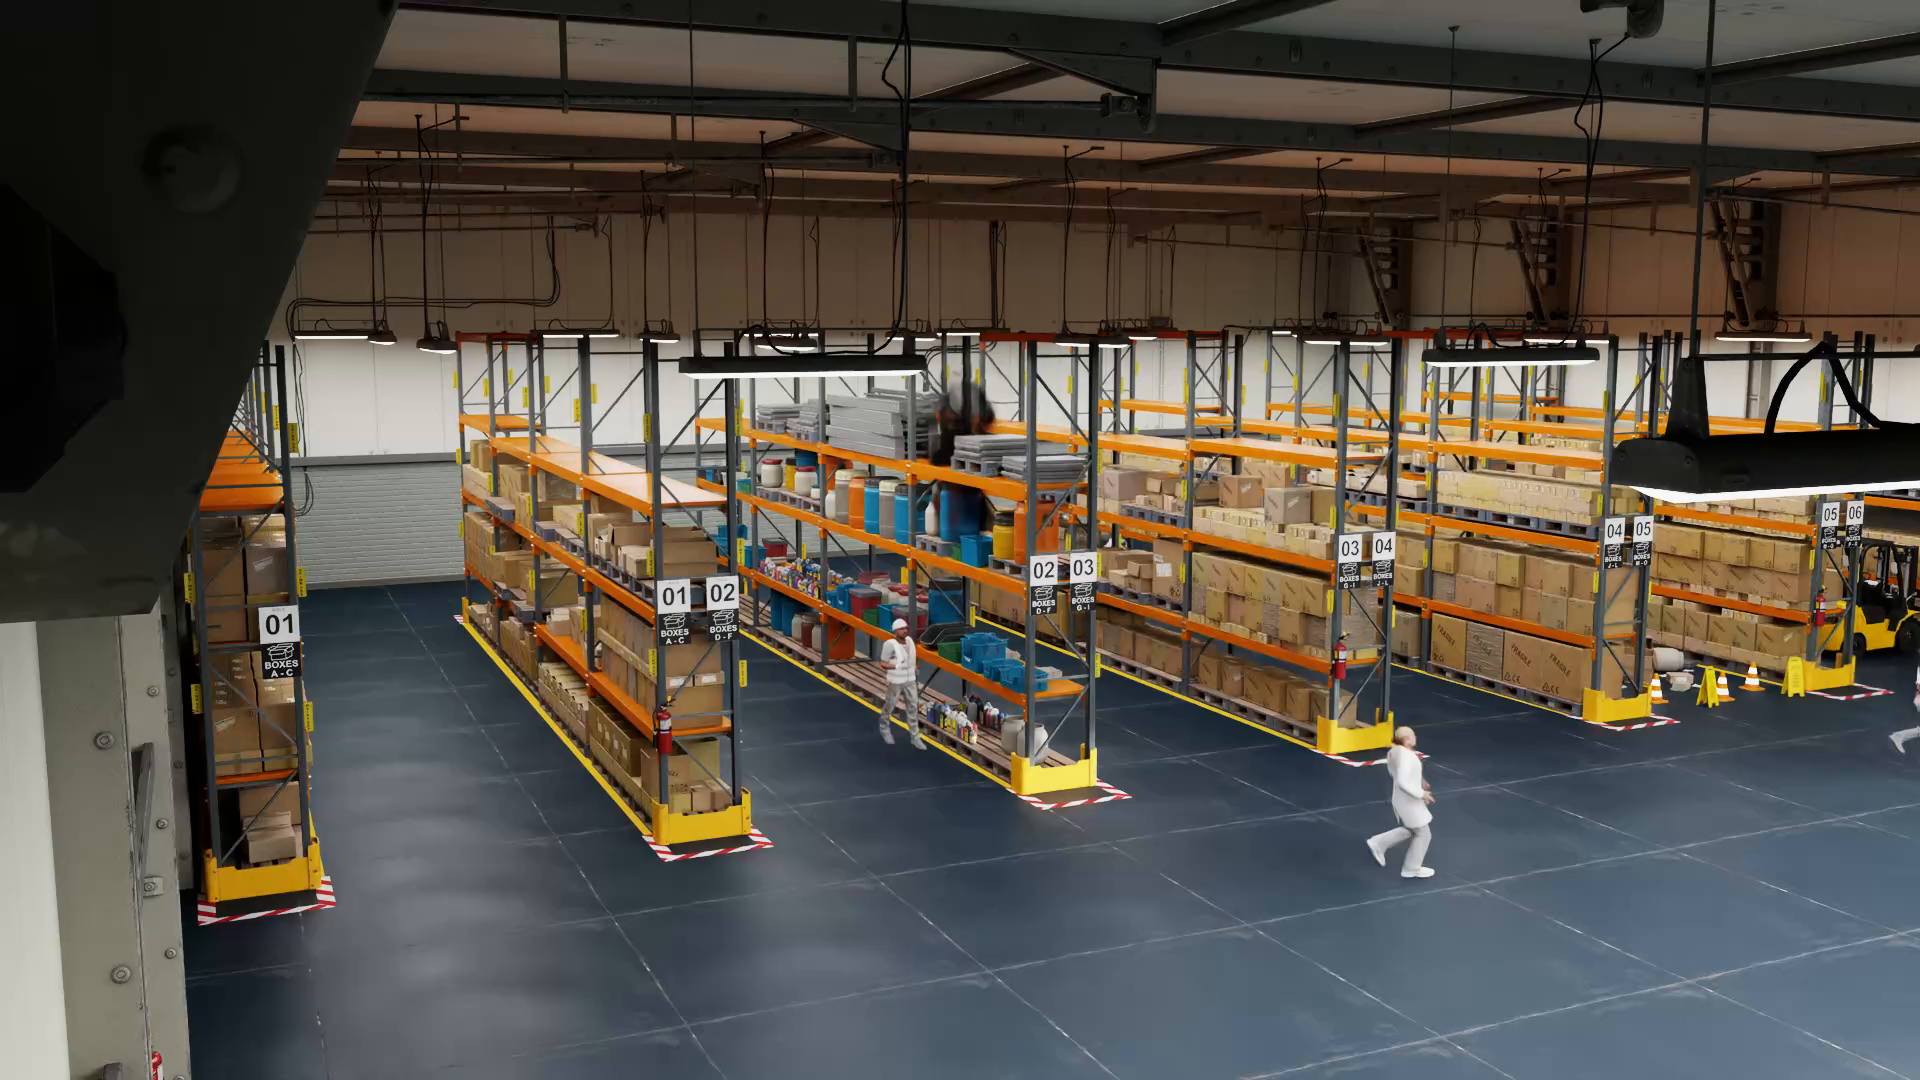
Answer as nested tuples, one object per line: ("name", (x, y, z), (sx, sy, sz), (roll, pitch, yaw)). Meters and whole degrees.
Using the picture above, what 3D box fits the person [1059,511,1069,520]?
("person", (2.321, -0.065, 41.322), (0.811, 1.728, 0.796), (-4, 9, -28))

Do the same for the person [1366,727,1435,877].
("person", (5.003, 2.954, 18.760), (0.754, 1.729, 0.712), (0, 8, 1))

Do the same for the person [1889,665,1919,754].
("person", (13.610, 2.321, 23.517), (0.739, 1.737, 0.707), (4, 9, 26))

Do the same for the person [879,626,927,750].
("person", (-0.818, 2.025, 23.290), (0.682, 1.789, 0.907), (-6, 10, -38))

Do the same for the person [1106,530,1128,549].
("person", (3.500, 0.506, 37.090), (0.593, 1.556, 0.491), (-3, 8, -18))
